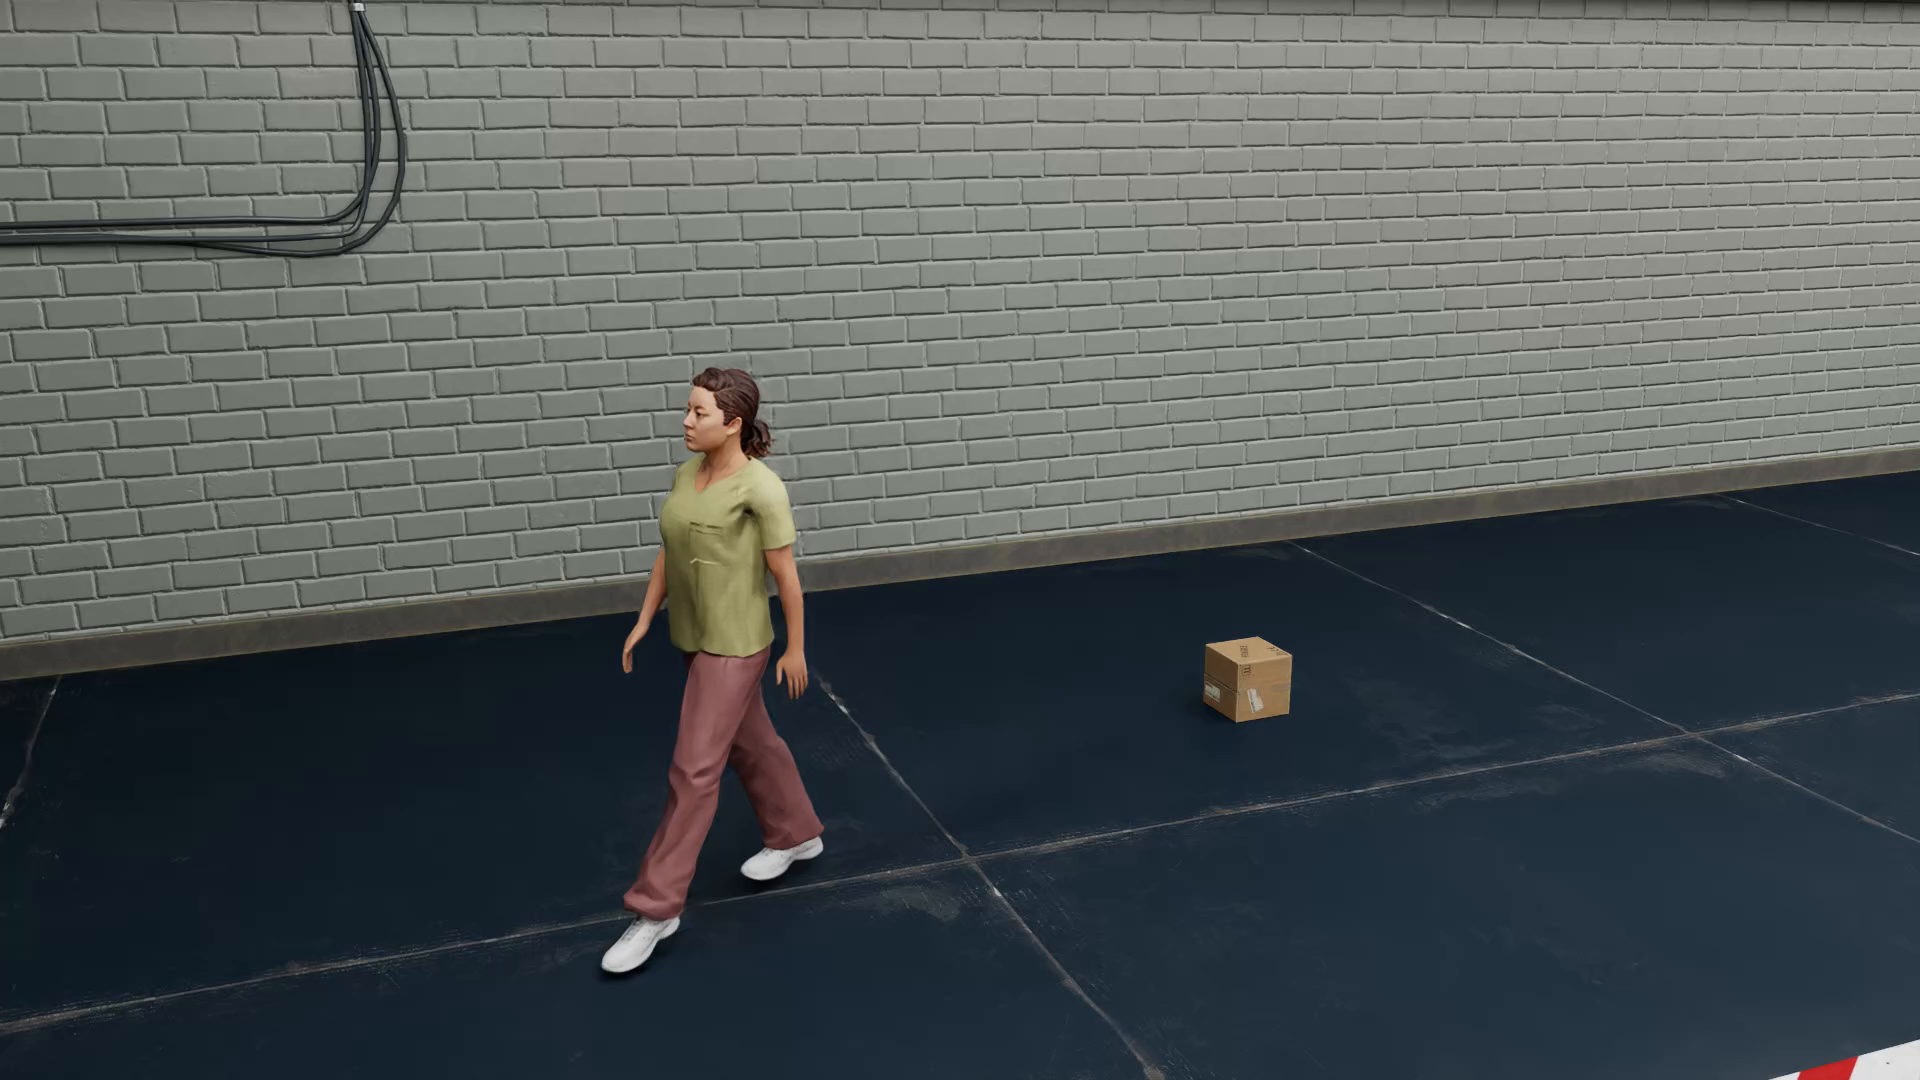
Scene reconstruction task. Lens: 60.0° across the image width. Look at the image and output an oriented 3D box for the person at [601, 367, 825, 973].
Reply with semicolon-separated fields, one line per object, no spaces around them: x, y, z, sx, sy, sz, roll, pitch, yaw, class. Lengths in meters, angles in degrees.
-0.778;0.319;4.859;0.909;1.640;0.477;-14;21;-41;person
